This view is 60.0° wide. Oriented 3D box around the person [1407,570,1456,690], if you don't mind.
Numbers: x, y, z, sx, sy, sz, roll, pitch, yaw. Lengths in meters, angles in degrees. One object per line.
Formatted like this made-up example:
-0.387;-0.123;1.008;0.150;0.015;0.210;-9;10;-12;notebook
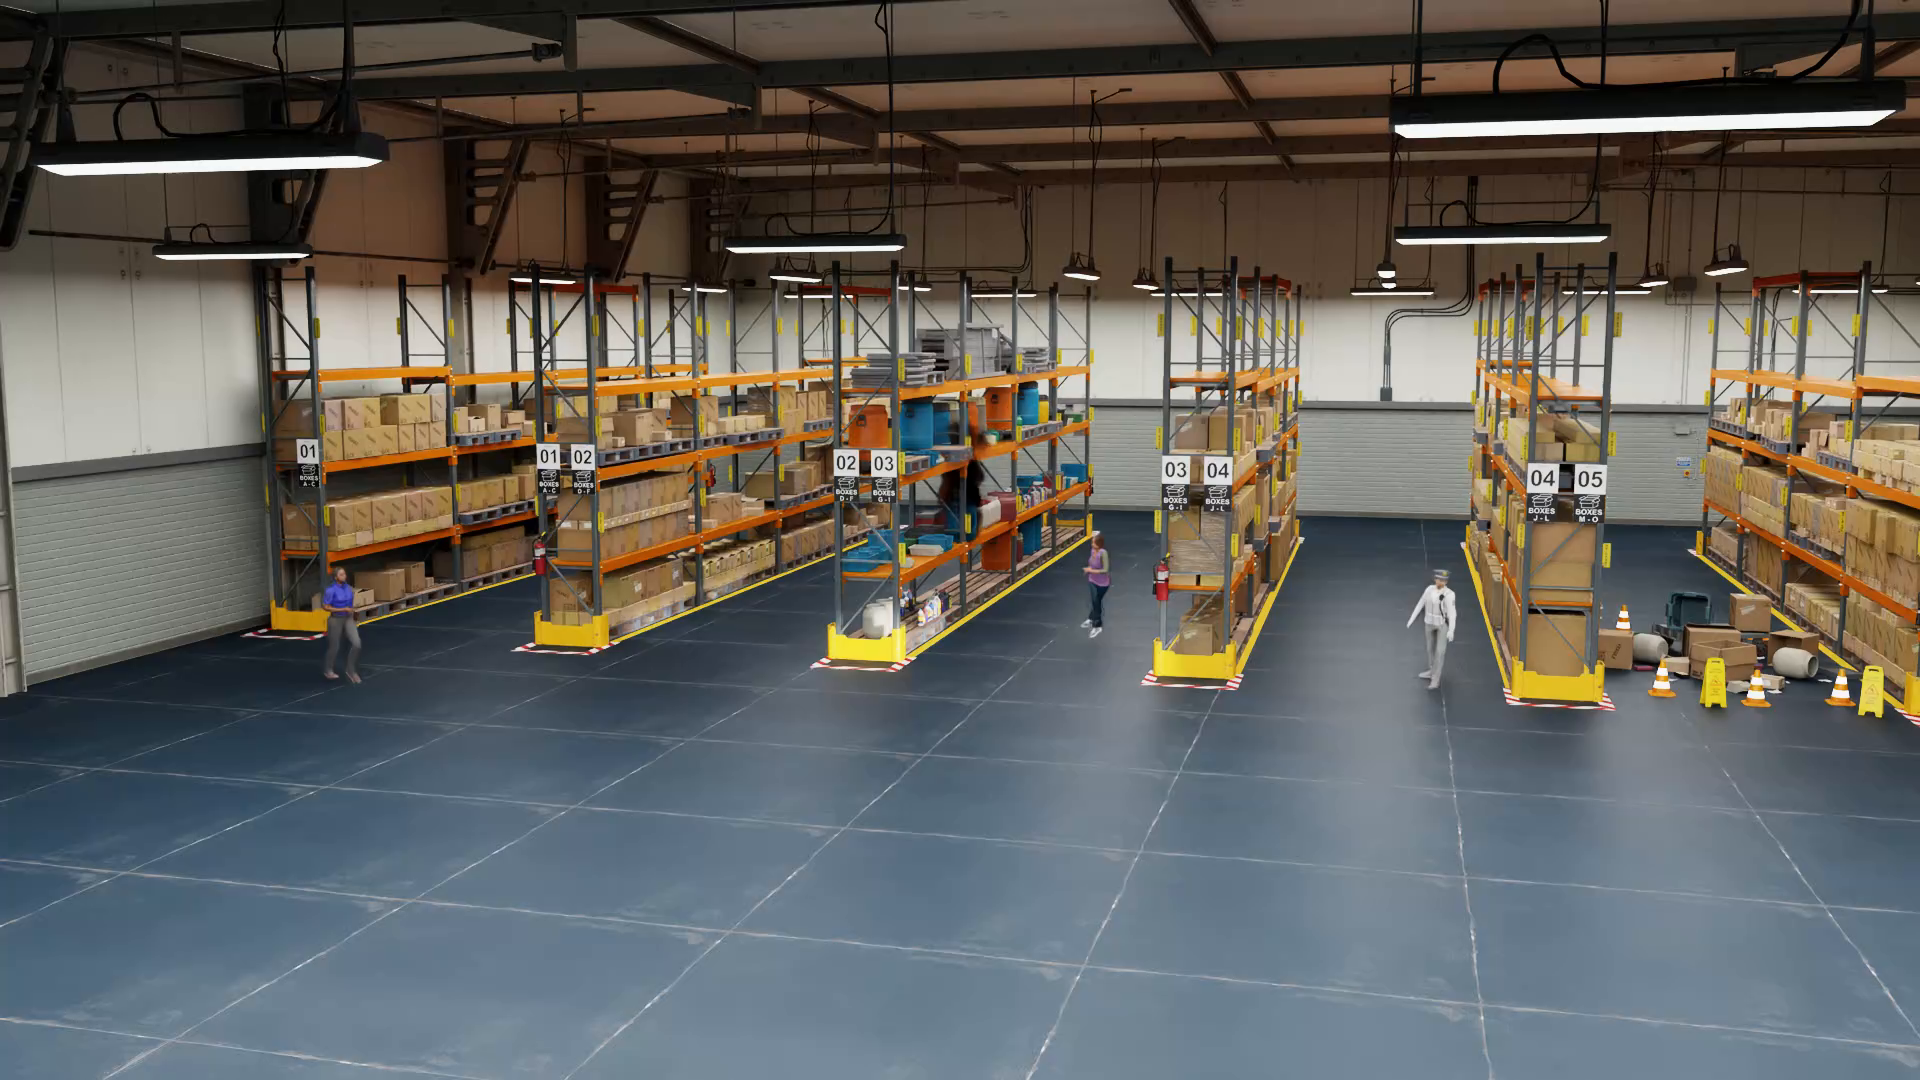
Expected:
6.662;1.219;23.472;0.756;1.651;0.688;-7;10;-43;person

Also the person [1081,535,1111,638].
2.120;0.694;25.906;0.656;1.603;0.634;6;9;37;person

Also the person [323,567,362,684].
-8.760;1.219;23.525;0.745;1.707;0.564;5;9;34;person
